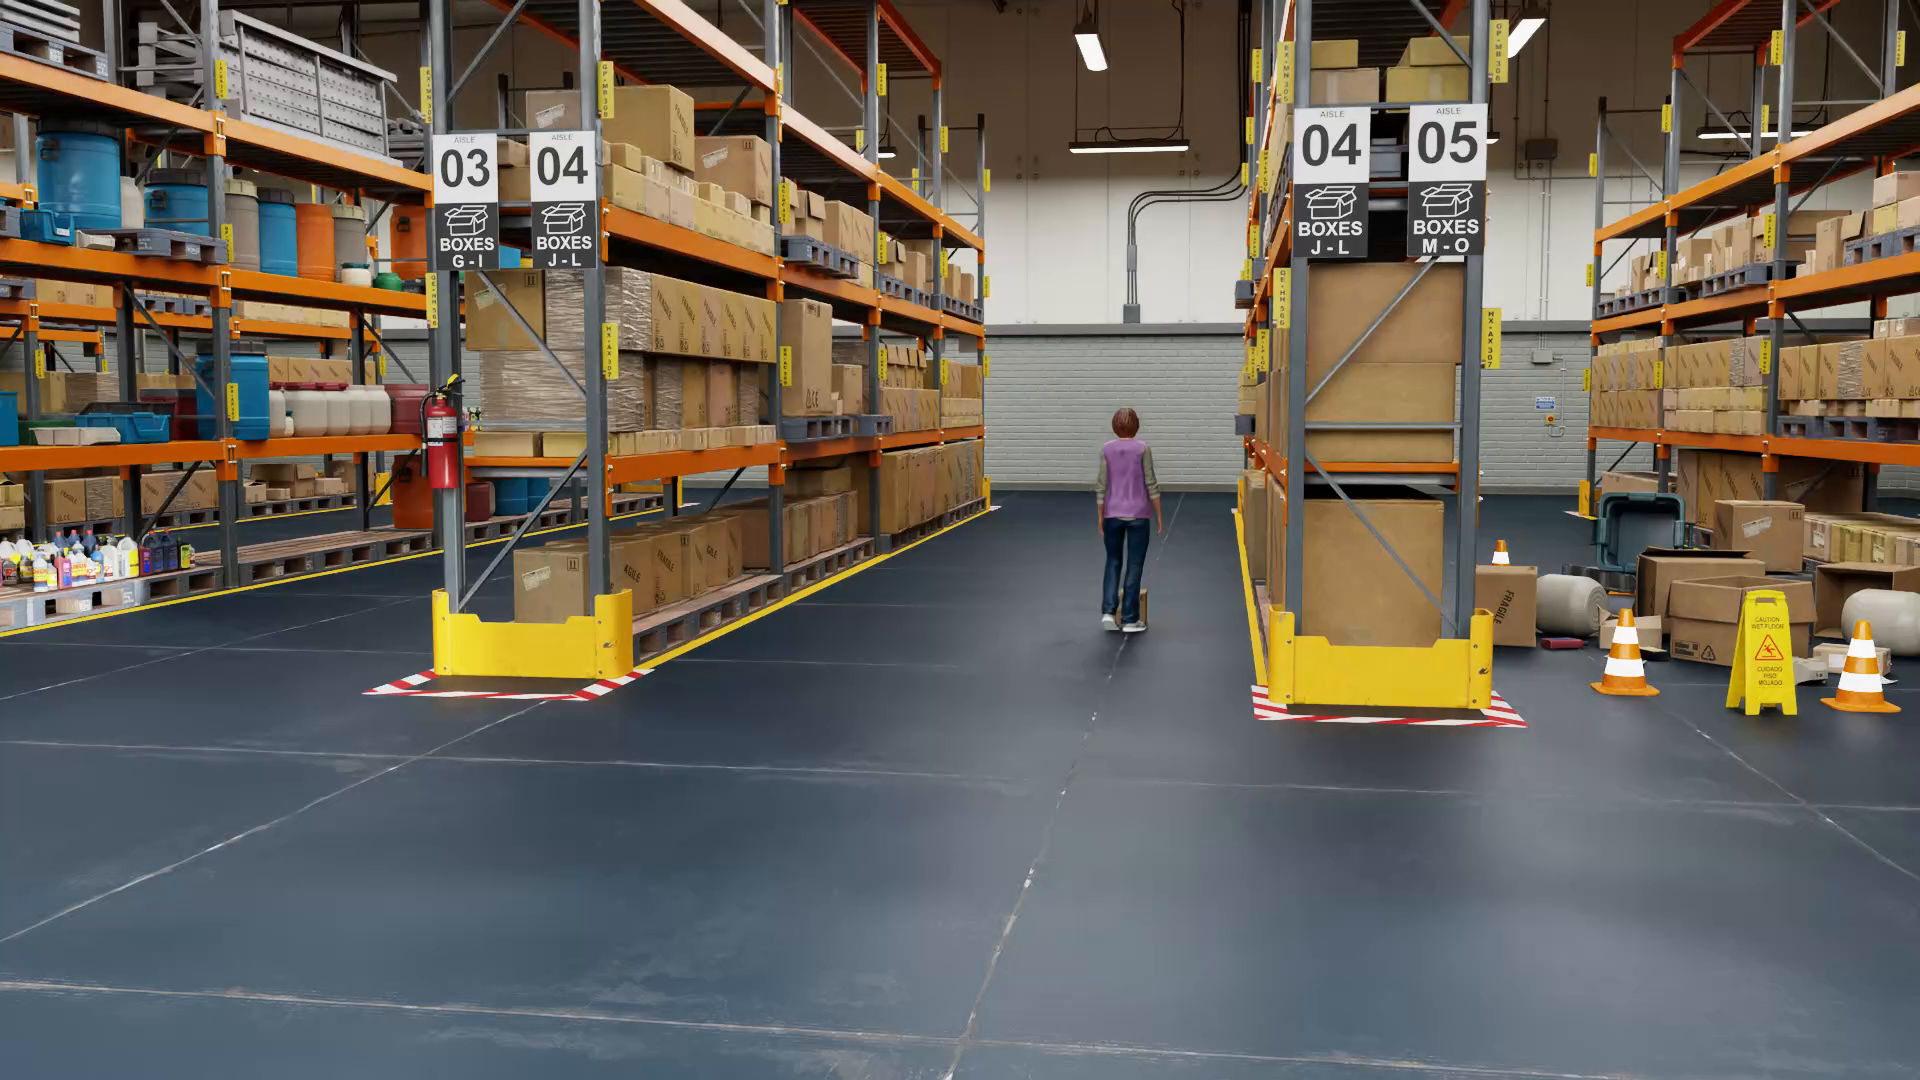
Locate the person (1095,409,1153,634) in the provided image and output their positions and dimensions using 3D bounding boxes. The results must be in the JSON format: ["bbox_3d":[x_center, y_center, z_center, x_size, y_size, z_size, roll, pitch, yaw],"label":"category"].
[{"bbox_3d":[1.153,-0.129,11.740,0.407,1.594,0.309,1,5,10],"label":"person"}]
